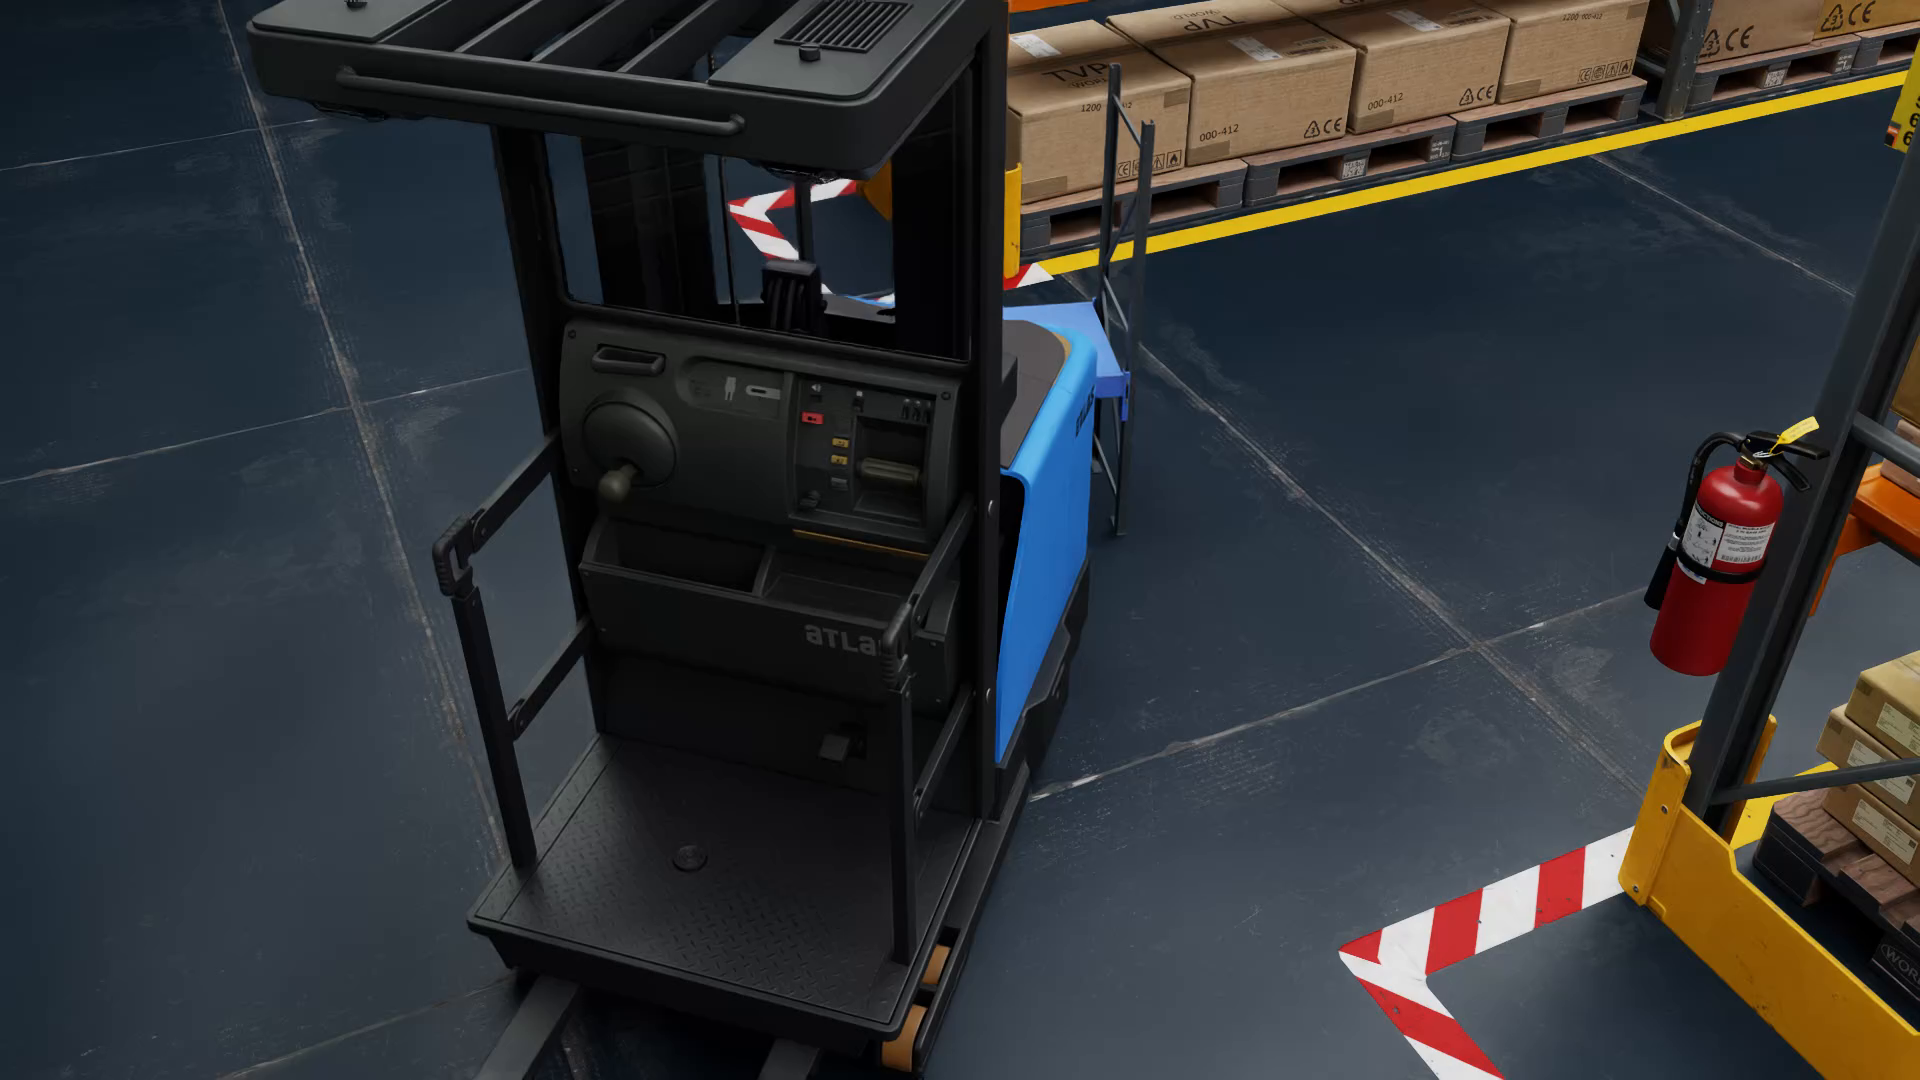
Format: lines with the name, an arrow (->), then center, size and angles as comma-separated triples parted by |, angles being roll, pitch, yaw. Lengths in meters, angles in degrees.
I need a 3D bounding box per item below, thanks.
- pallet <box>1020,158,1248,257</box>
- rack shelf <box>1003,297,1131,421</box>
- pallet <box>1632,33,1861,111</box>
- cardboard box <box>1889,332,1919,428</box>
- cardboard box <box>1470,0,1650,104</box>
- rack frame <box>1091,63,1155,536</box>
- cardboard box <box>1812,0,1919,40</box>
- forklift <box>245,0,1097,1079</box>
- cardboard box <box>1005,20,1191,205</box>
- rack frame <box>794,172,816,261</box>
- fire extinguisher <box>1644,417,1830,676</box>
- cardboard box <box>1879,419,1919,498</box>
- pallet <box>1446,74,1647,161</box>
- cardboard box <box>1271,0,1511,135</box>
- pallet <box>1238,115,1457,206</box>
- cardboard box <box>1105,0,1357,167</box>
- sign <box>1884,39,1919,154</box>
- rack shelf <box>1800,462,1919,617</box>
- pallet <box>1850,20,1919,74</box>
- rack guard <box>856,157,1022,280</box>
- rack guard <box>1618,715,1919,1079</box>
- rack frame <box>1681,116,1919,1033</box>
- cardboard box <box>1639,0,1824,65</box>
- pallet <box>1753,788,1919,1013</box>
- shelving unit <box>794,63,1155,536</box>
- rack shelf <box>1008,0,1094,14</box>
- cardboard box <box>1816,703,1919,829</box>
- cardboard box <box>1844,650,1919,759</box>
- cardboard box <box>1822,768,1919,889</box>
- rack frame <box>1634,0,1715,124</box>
pallet -> 0.592, -1.773, 7.964 | 1.213, 0.211, 1.003 | -16, 39, -20
rack shelf -> 0.021, -0.577, 5.570 | 1.000, 0.185, 0.538 | -5, 37, -6
pallet -> 4.189, -2.777, 9.317 | 1.213, 0.211, 1.003 | -16, 39, -20
cardboard box -> 2.394, -0.417, 3.461 | 0.500, 0.500, 0.500 | -15, 39, -19
cardboard box -> 2.909, -2.700, 8.670 | 0.875, 0.438, 0.875 | -16, 40, -21
rack frame -> 0.524, -0.764, 5.520 | 0.032, 1.500, 0.500 | -5, 37, -6
cardboard box -> 4.864, -3.410, 9.260 | 0.875, 0.875, 0.875 | -14, 39, -19
forklift -> -0.519, -0.165, 3.512 | 1.130, 2.935, 3.031 | 11, 38, 14
cardboard box -> 0.457, -2.009, 7.739 | 0.875, 0.438, 0.875 | -17, 40, -21
rack frame -> -0.483, -0.679, 5.406 | 0.032, 1.500, 0.500 | -5, 37, -6
fire extinguisher -> 1.672, -0.009, 3.622 | 0.183, 0.674, 0.296 | -16, 39, -20
cardboard box -> 2.271, -0.139, 3.630 | 0.250, 0.149, 0.380 | -16, 39, -20
pallet -> 2.801, -2.391, 8.796 | 1.213, 0.211, 1.003 | -16, 39, -20
cardboard box -> 2.098, -2.473, 8.364 | 0.875, 0.438, 0.875 | -17, 40, -21
pallet -> 1.695, -2.080, 8.377 | 1.213, 0.211, 1.003 | -16, 39, -20
cardboard box -> 1.281, -2.246, 8.058 | 0.875, 0.438, 0.875 | -15, 39, -19
sign -> 1.879, -0.901, 3.210 | 0.005, 0.325, 0.100 | -16, 39, -20
rack shelf -> 3.907, -0.222, 4.136 | 4.000, 0.370, 1.077 | -16, 39, -20
pallet -> 5.295, -3.088, 9.737 | 1.213, 0.211, 1.003 | -16, 39, -20
rack guard -> -0.120, -1.639, 7.540 | 0.348, 0.500, 1.175 | -16, 39, -20
rack guard -> 2.165, 0.980, 4.009 | 0.348, 0.500, 1.175 | -16, 39, -20
rack frame -> 2.096, -0.005, 3.239 | 0.127, 3.000, 1.000 | -16, 39, -20
cardboard box -> 4.050, -3.177, 8.946 | 0.875, 0.875, 0.875 | -14, 39, -19
pallet -> 2.915, 0.909, 4.347 | 1.213, 0.211, 1.003 | -16, 39, -20
shelving unit -> 0.021, -0.721, 5.463 | 1.048, 1.500, 0.538 | -5, 37, -6
rack shelf -> 1.712, -2.866, 7.700 | 4.000, 0.370, 1.077 | -16, 39, -20
cardboard box -> 2.453, 0.564, 4.262 | 0.250, 0.149, 0.380 | -17, 40, -21
cardboard box -> 2.468, 0.462, 4.151 | 0.250, 0.149, 0.380 | -15, 39, -19
cardboard box -> 2.484, 0.726, 4.294 | 0.250, 0.149, 0.380 | -15, 39, -19
rack frame -> 3.523, -3.661, 8.168 | 0.127, 3.000, 1.000 | -16, 39, -20
